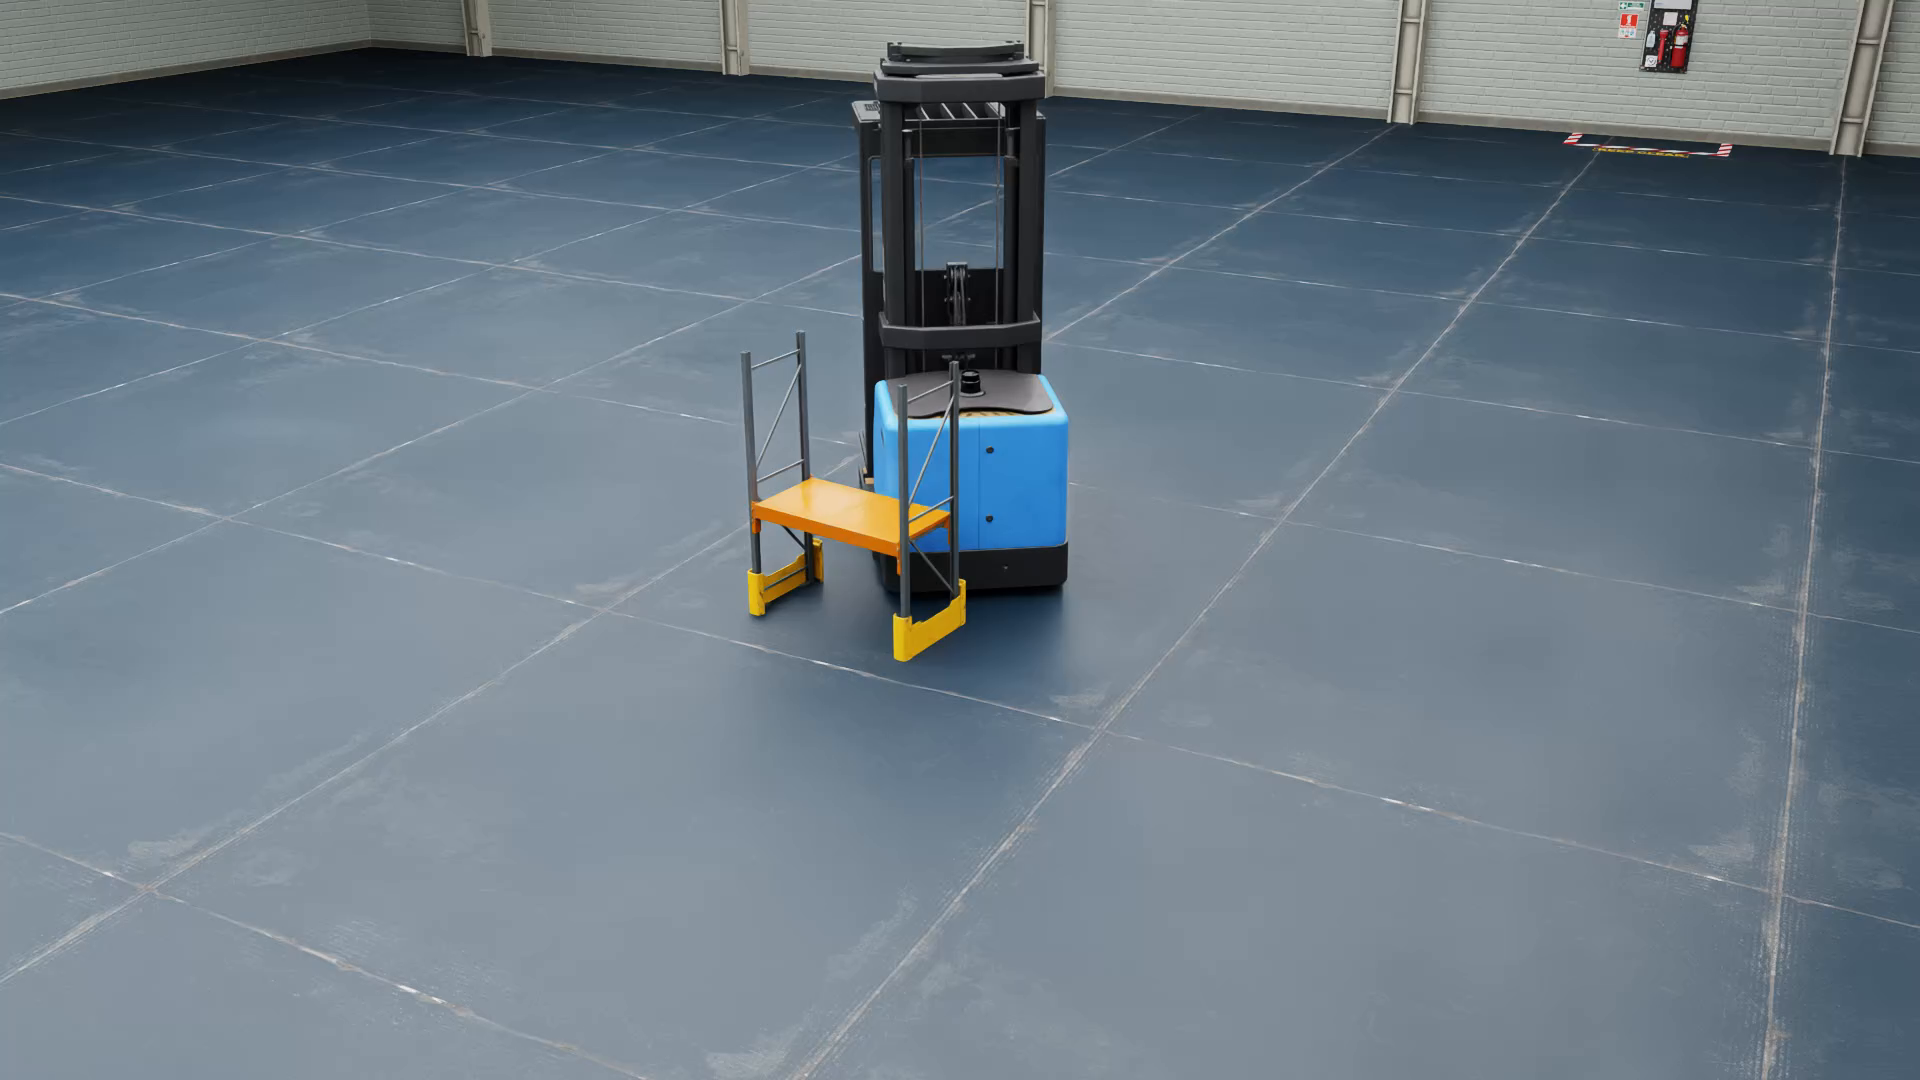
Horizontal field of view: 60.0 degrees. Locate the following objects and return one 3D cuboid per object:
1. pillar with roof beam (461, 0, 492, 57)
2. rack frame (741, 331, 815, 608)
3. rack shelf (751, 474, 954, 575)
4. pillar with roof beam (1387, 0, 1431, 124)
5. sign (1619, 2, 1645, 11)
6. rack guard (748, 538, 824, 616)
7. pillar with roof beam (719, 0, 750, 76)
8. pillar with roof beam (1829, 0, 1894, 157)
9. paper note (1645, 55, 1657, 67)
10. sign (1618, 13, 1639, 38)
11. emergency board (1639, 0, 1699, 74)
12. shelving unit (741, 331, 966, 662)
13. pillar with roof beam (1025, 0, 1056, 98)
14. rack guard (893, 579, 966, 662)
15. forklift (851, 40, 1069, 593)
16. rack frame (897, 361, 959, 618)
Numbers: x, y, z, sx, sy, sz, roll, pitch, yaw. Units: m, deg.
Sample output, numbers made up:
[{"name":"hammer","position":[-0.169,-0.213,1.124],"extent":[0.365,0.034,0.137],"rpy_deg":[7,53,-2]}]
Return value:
[{"name":"pillar with roof beam","position":[-11.336,-12.121,27.253],"extent":[0.400,9.000,9.100],"rpy_deg":[11,25,25]},{"name":"rack frame","position":[-1.000,-0.373,9.211],"extent":[0.032,1.500,0.500],"rpy_deg":[15,27,31]},{"name":"rack shelf","position":[-0.579,-0.096,9.020],"extent":[1.000,0.185,0.538],"rpy_deg":[15,27,31]},{"name":"pillar with roof beam","position":[4.728,-8.943,19.779],"extent":[0.400,9.000,9.100],"rpy_deg":[11,25,25]},{"name":"sign","position":[9.389,-7.466,23.250],"extent":[0.331,0.109,0.001],"rpy_deg":[11,25,25]},{"name":"rack guard","position":[-0.984,0.206,9.446],"extent":[0.087,0.250,0.587],"rpy_deg":[15,27,31]},{"name":"pillar with roof beam","position":[-5.982,-11.062,24.762],"extent":[0.400,9.000,9.100],"rpy_deg":[11,25,25]},{"name":"pillar with roof beam","position":[10.082,-7.883,17.288],"extent":[0.400,9.000,9.100],"rpy_deg":[11,25,25]},{"name":"paper note","position":[9.709,-6.726,23.358],"extent":[0.142,0.148,0.016],"rpy_deg":[11,25,25]},{"name":"sign","position":[9.389,-7.226,23.362],"extent":[0.234,0.329,0.001],"rpy_deg":[11,25,25]},{"name":"emergency board","position":[9.836,-7.076,23.055],"extent":[0.643,1.169,0.194],"rpy_deg":[11,25,25]},{"name":"shelving unit","position":[-0.572,-0.260,8.945],"extent":[1.083,1.500,0.587],"rpy_deg":[15,27,31]},{"name":"pillar with roof beam","position":[-0.627,-10.002,22.271],"extent":[0.400,9.000,9.100],"rpy_deg":[11,25,25]},{"name":"rack guard","position":[-0.159,0.424,8.933],"extent":[0.087,0.250,0.587],"rpy_deg":[15,27,31]},{"name":"forklift","position":[-0.076,-1.593,10.250],"extent":[1.130,2.935,3.031],"rpy_deg":[-3,23,-6]},{"name":"rack frame","position":[-0.158,-0.150,8.687],"extent":[0.032,1.500,0.500],"rpy_deg":[15,27,31]}]
